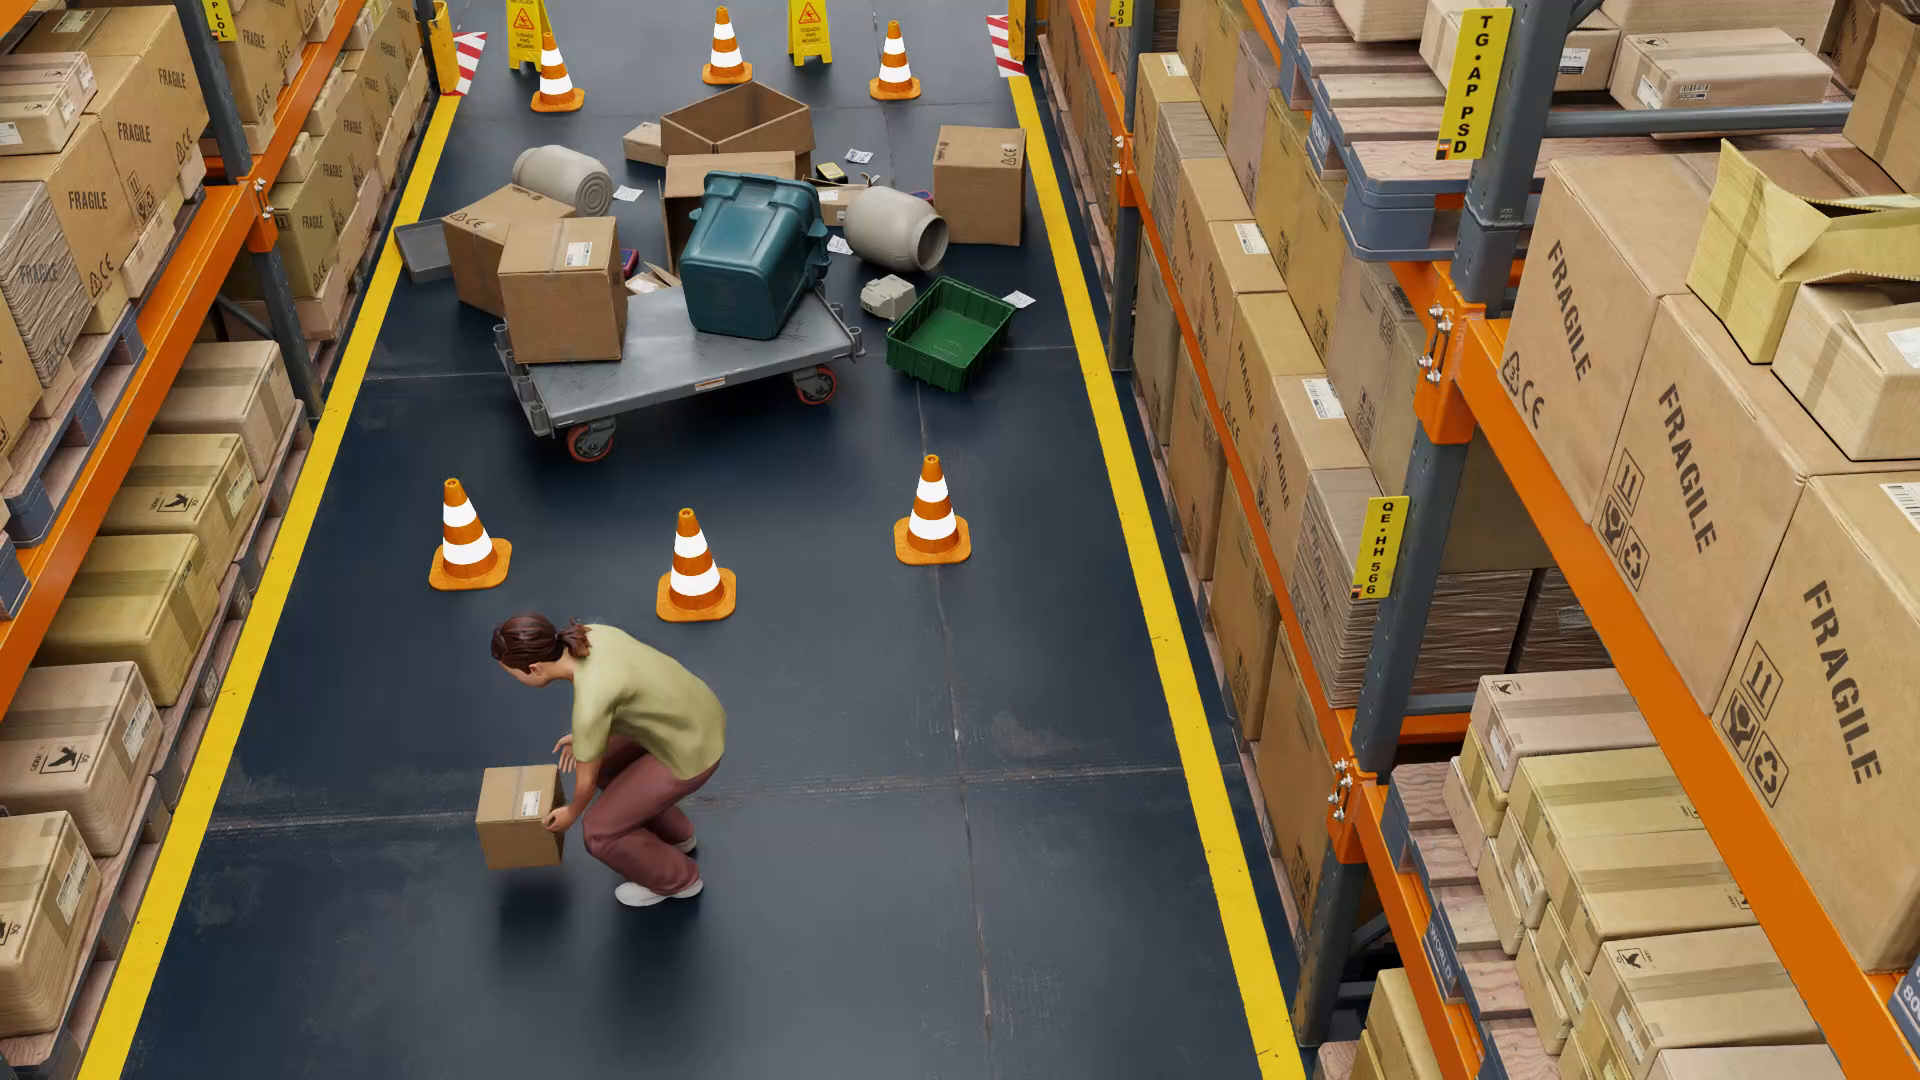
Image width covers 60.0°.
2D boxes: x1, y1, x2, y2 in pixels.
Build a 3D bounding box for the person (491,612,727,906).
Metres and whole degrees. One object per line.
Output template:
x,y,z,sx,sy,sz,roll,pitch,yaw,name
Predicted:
-1.130,0.724,5.587,0.692,1.278,0.512,-3,39,-4,person
